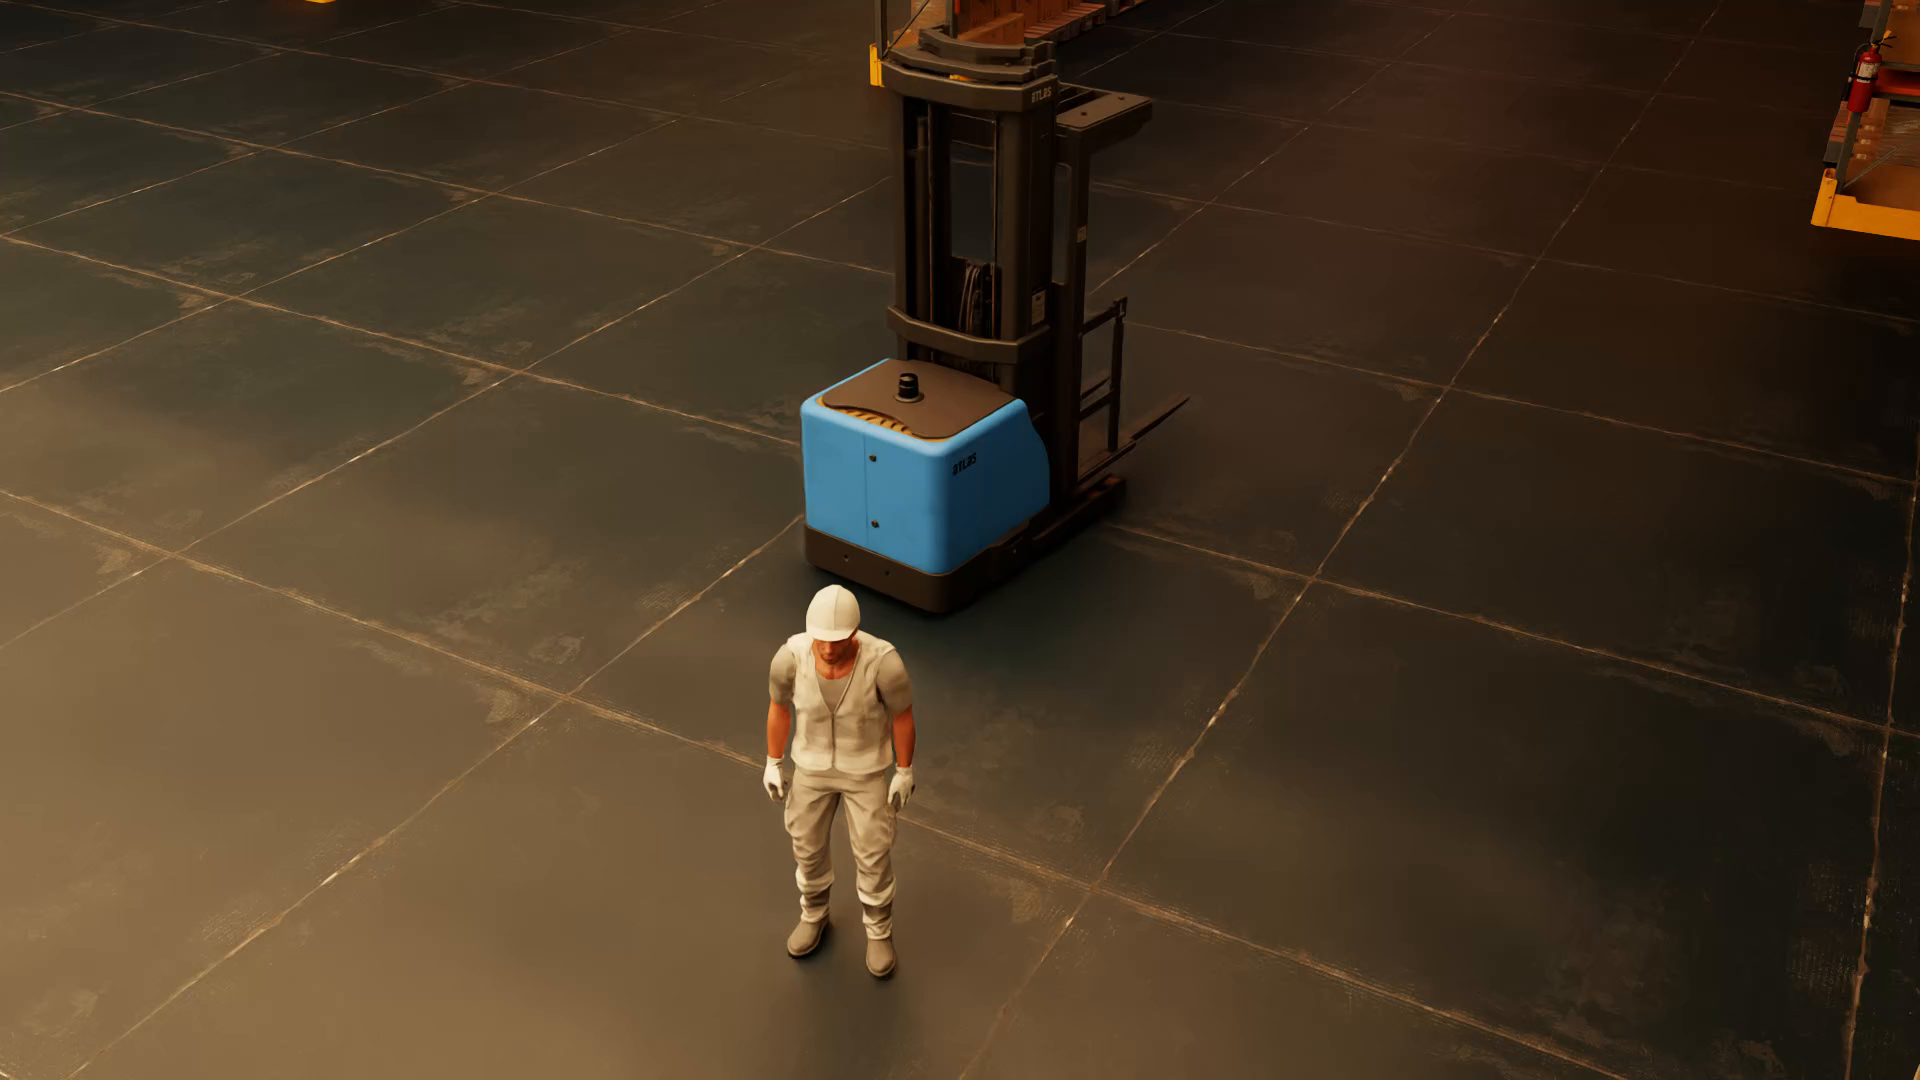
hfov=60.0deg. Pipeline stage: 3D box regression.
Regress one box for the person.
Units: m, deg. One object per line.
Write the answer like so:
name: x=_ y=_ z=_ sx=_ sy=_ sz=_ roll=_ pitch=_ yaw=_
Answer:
person: x=-0.483 y=0.901 z=6.608 sx=0.609 sy=1.718 sz=0.434 roll=4 pitch=30 yaw=8

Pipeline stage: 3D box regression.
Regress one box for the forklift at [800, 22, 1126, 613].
forklift: x=0.383 y=-1.549 z=9.754 sx=1.130 sy=2.935 sz=3.031 roll=20 pitch=36 yaw=31
